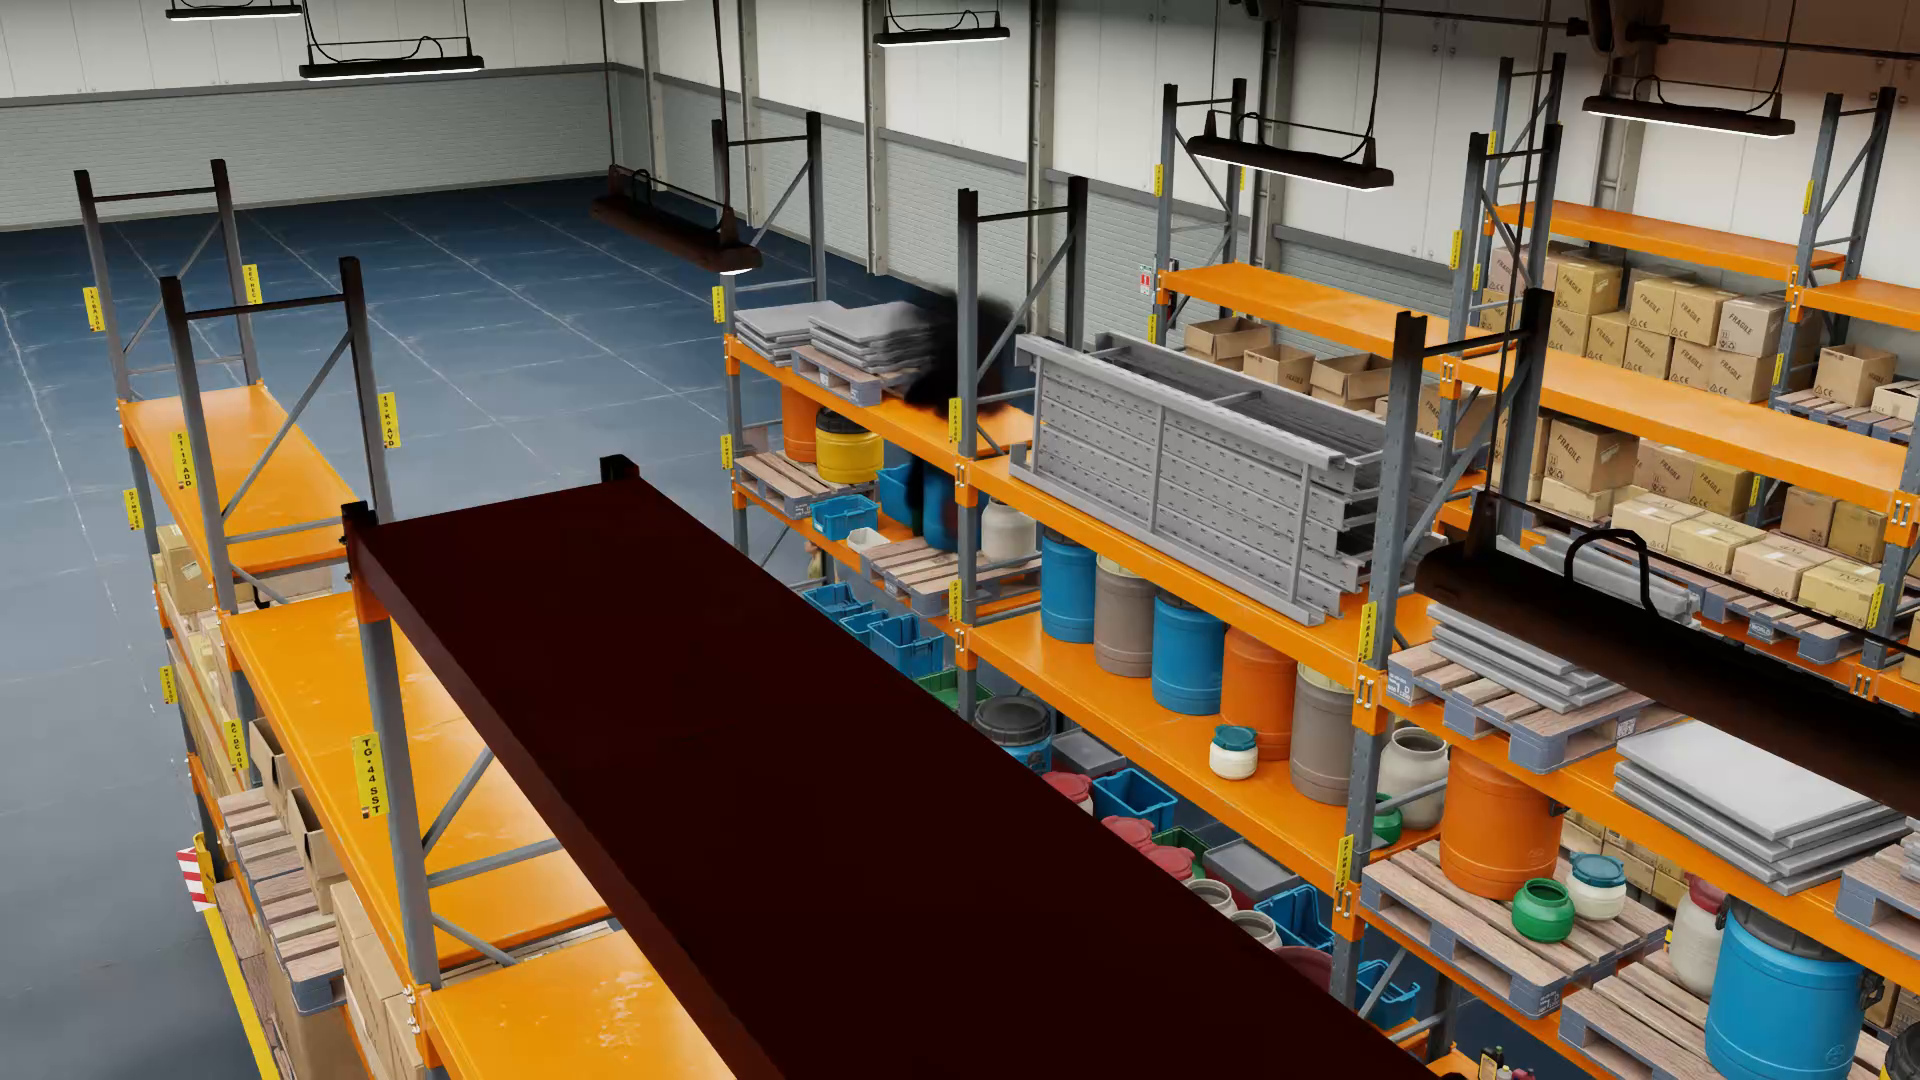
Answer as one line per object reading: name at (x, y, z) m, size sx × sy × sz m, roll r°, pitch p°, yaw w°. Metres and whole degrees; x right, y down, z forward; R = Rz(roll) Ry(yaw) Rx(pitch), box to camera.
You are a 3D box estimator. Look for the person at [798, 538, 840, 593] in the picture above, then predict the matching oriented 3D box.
person at (-1.315, 0.667, 17.565) m, size 0.841 × 1.629 × 0.571 m, roll 1°, pitch 22°, yaw 1°
